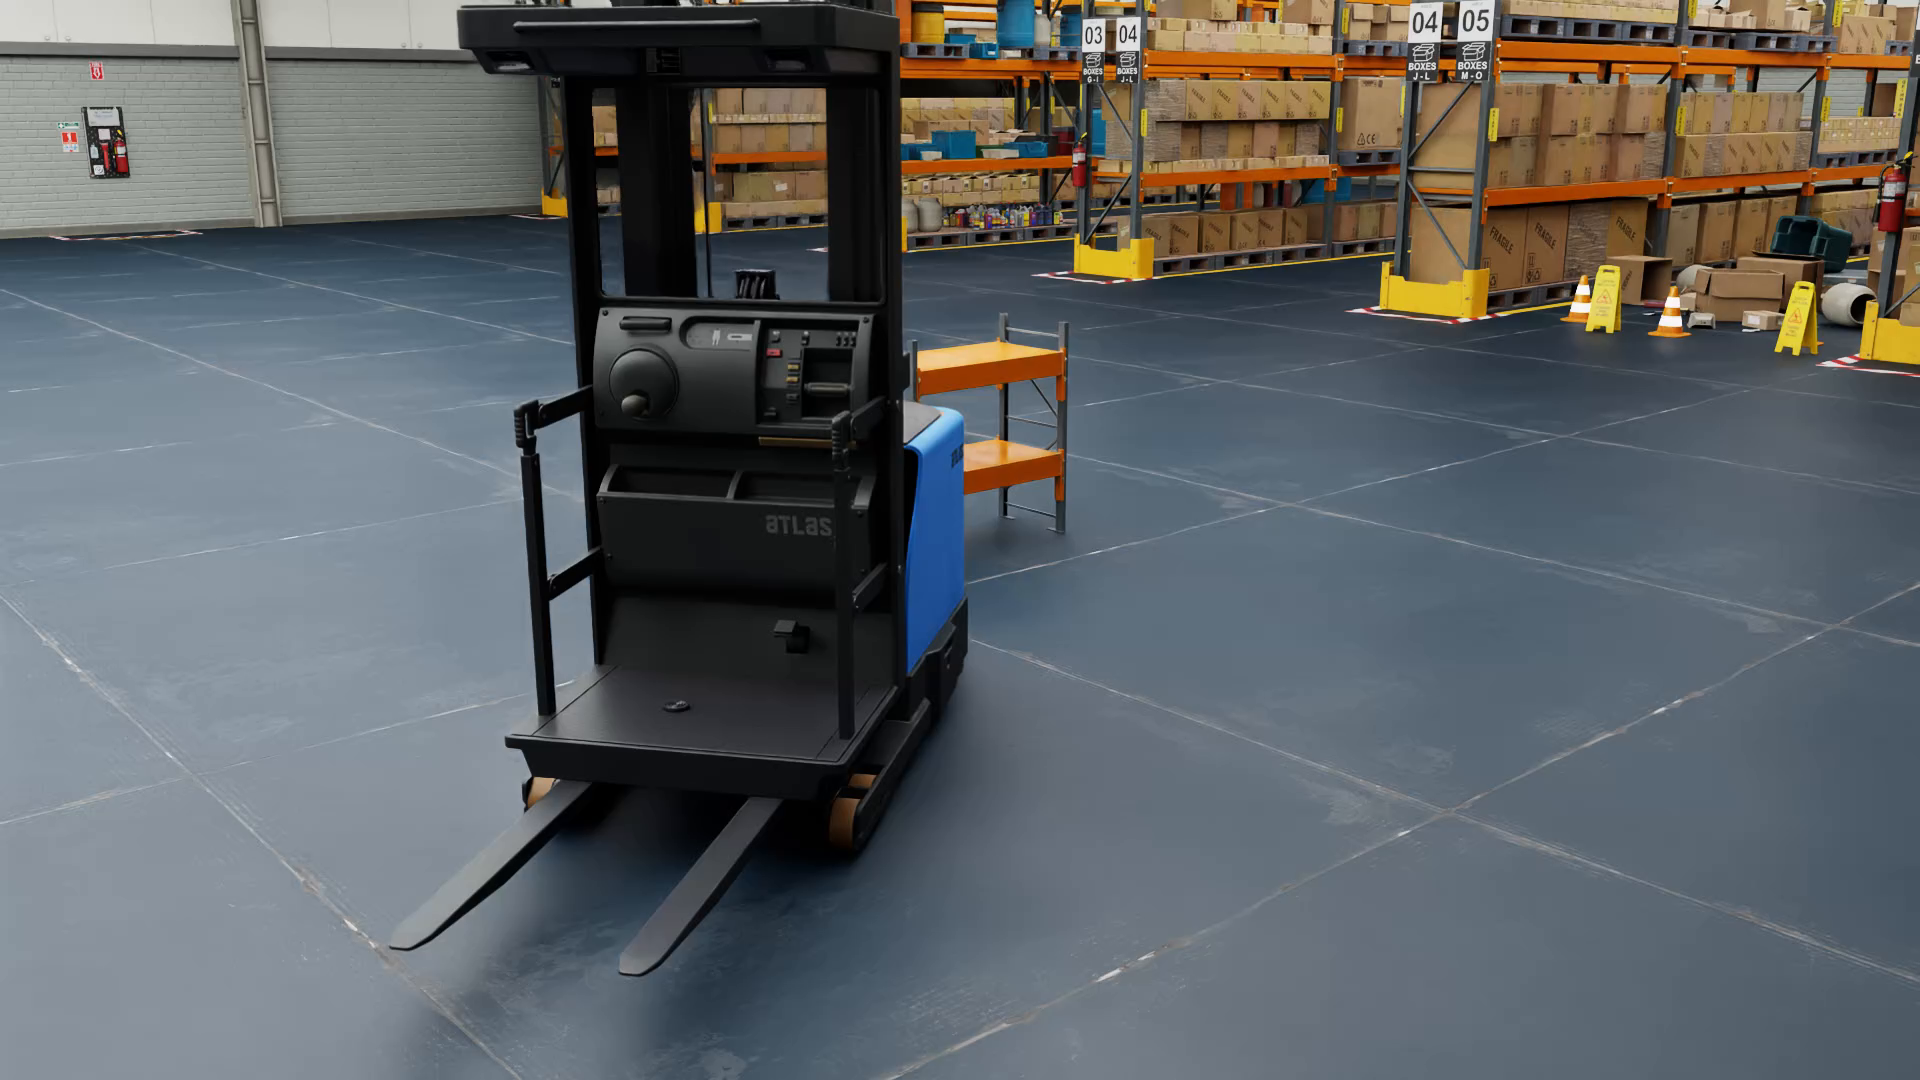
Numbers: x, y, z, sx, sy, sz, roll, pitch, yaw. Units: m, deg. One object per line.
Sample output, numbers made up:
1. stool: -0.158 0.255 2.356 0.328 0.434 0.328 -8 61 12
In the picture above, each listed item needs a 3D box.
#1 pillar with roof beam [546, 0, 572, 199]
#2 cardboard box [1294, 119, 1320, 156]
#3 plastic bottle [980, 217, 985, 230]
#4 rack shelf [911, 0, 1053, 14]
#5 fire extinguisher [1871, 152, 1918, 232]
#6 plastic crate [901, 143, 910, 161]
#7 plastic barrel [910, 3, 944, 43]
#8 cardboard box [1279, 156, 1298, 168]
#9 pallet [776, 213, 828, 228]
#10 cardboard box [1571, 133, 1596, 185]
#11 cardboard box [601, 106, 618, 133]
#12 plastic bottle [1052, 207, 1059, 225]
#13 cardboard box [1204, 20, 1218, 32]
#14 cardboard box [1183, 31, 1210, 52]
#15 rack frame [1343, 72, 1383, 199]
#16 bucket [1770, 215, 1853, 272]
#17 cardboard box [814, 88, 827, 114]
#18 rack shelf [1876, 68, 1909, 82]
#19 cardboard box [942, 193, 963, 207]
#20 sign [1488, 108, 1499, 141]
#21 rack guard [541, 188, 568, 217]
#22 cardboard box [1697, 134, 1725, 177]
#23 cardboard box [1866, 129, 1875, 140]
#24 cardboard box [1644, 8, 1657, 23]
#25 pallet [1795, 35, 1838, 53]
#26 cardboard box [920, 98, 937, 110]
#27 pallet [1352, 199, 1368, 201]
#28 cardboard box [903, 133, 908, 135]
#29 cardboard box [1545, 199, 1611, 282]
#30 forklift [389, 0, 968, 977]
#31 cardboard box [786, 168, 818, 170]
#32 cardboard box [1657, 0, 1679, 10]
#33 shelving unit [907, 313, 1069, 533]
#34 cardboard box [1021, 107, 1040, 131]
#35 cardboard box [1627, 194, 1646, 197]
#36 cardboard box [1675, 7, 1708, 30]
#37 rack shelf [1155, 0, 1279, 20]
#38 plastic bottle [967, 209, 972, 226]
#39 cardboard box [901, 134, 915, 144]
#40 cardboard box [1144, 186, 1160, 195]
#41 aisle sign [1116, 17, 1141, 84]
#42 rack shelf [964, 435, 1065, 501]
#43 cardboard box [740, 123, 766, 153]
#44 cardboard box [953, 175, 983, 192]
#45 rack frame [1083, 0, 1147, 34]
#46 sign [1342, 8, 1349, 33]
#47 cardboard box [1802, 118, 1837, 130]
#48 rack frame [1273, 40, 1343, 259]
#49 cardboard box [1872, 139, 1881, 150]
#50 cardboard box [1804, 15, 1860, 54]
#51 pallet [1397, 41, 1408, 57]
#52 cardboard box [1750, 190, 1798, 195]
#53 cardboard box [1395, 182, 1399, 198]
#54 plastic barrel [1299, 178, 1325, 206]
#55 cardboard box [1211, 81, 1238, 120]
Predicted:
1. pillar with roof beam: -5.028 -10.143 29.284 0.400 9.000 9.100 -13 19 -39
2. cardboard box: 4.578 -5.708 23.536 0.500 0.500 0.875 -13 19 -39
3. plastic bottle: 0.339 -4.991 26.194 0.097 0.201 0.097 0 15 0
4. rack shelf: -0.034 -10.206 31.689 4.000 0.370 1.077 -13 19 -39
5. fire extinguisher: 8.057 -3.006 14.342 0.183 0.674 0.296 -13 19 -39
6. plastic crate: -1.130 -5.938 25.455 0.616 0.251 0.499 -13 19 -39
7. plastic barrel: -0.534 -7.828 25.251 0.600 0.588 0.600 0 15 0
8. cardboard box: 4.450 -5.230 23.003 0.250 0.149 0.380 -13 19 -39
9. pallet: -3.090 -5.828 30.158 1.213 0.211 1.003 -13 19 -39
10. cardboard box: 6.648 -4.330 18.855 0.500 0.550 0.875 -13 19 -39
11. cardboard box: -6.878 -8.199 32.431 0.500 0.500 0.500 -13 19 -39
12. plastic bottle: 1.560 -5.299 27.186 0.133 0.283 0.061 -11 19 -37
13. cardboard box: 3.107 -6.638 21.494 0.250 0.149 0.380 -13 20 -40
14. cardboard box: 2.858 -6.399 21.372 0.500 0.250 0.500 -13 20 -41
15. rack frame: 7.742 -7.900 32.511 0.127 3.000 1.000 -13 19 -39
16. bucket: 9.548 -3.278 18.608 0.620 0.611 0.726 5 12 -23
17. cardboard box: -2.631 -7.937 29.945 0.500 0.500 0.700 -13 20 -39
18. rack shelf: 15.681 -7.393 26.196 4.000 0.370 1.077 -13 19 -39
19. cardboard box: -0.300 -6.578 32.080 0.500 0.250 0.500 -13 20 -41
20. sign: 5.480 -4.267 17.082 0.005 0.325 0.100 -13 19 -39
21. rack guard: -7.757 -6.601 32.492 0.348 0.500 1.175 -13 19 -39
22. cardboard box: 9.091 -4.768 20.594 0.500 0.500 0.500 -12 19 -39
23. cardboard box: 12.823 -5.808 23.777 0.250 0.149 0.380 -12 19 -37
24. cardboard box: 7.689 -5.966 18.938 0.250 0.149 0.380 -12 19 -39
25. pallet: 10.704 -6.513 21.876 1.003 0.211 1.213 -12 19 -37
26. cardboard box: -0.863 -9.832 37.486 0.500 0.250 0.500 -13 20 -40
27. pallet: 8.271 -6.684 33.366 1.213 0.211 1.003 -13 19 -39
28. cardboard box: -1.379 -9.050 37.265 0.250 0.149 0.380 -13 20 -40
29. cardboard box: 6.940 -3.527 19.446 0.875 0.875 0.875 -12 19 -39
30. forklift: -0.776 -0.558 5.160 1.130 2.935 3.031 3 15 12
31. cardboard box: -2.852 -6.559 30.554 0.500 0.500 0.500 -13 19 -39
32. cardboard box: 7.935 -6.236 19.176 0.500 0.250 0.500 -13 20 -40
33. shelving unit: 0.005 -0.545 8.609 1.048 1.125 0.538 -13 19 -39
34. cardboard box: 1.658 -10.062 40.025 0.700 0.700 0.980 -12 19 -39
35. cardboard box: 11.543 -6.208 29.482 0.875 0.875 0.875 -13 19 -39
36. cardboard box: 8.925 -6.477 20.657 0.500 0.250 0.500 -13 20 -40
37. rack shelf: 6.002 -11.753 36.711 4.000 0.370 1.077 -13 19 -39
38. plastic bottle: 0.099 -5.221 26.908 0.135 0.276 0.152 -13 20 -41
39. cardboard box: -1.200 -7.529 31.414 0.500 0.250 0.500 -11 19 -36
40. cardboard box: 3.930 -7.648 35.560 0.500 0.500 0.500 -13 19 -39
41. aisle sign: 2.090 -6.089 20.698 0.004 0.787 0.394 -13 19 -39
42. rack shelf: 0.005 -0.308 8.672 1.000 0.278 0.538 -13 19 -39
43. cardboard box: -3.806 -7.046 29.124 0.500 0.500 0.700 -12 19 -38
44. cardboard box: 0.092 -6.937 32.335 0.500 0.311 0.500 -12 19 -38
45. rack frame: 1.940 -7.801 20.517 0.127 3.000 1.000 -13 19 -39
46. sign: 5.320 -7.175 22.983 0.005 0.325 0.100 -13 19 -39
47. cardboard box: 11.832 -5.730 22.911 0.250 0.149 0.380 -13 20 -41
48. rack frame: 4.958 -5.580 23.828 0.127 3.000 1.000 -13 19 -39
49. cardboard box: 13.022 -5.707 23.976 0.250 0.149 0.380 -12 19 -37
50. cardboard box: 11.760 -6.817 22.454 0.500 0.500 0.500 -13 19 -39
51. pallet: 6.274 -7.199 24.439 1.003 0.211 1.213 -13 19 -39
52. cardboard box: 11.499 -4.799 23.482 0.500 0.250 0.500 -13 20 -41
53. cardboard box: 7.096 -5.414 25.743 0.500 0.250 0.500 -10 18 -33
54. plastic barrel: 6.786 -6.880 31.946 0.708 0.901 0.600 -13 19 -39
55. cardboard box: 3.292 -5.786 21.891 0.500 0.500 0.500 -13 19 -39
